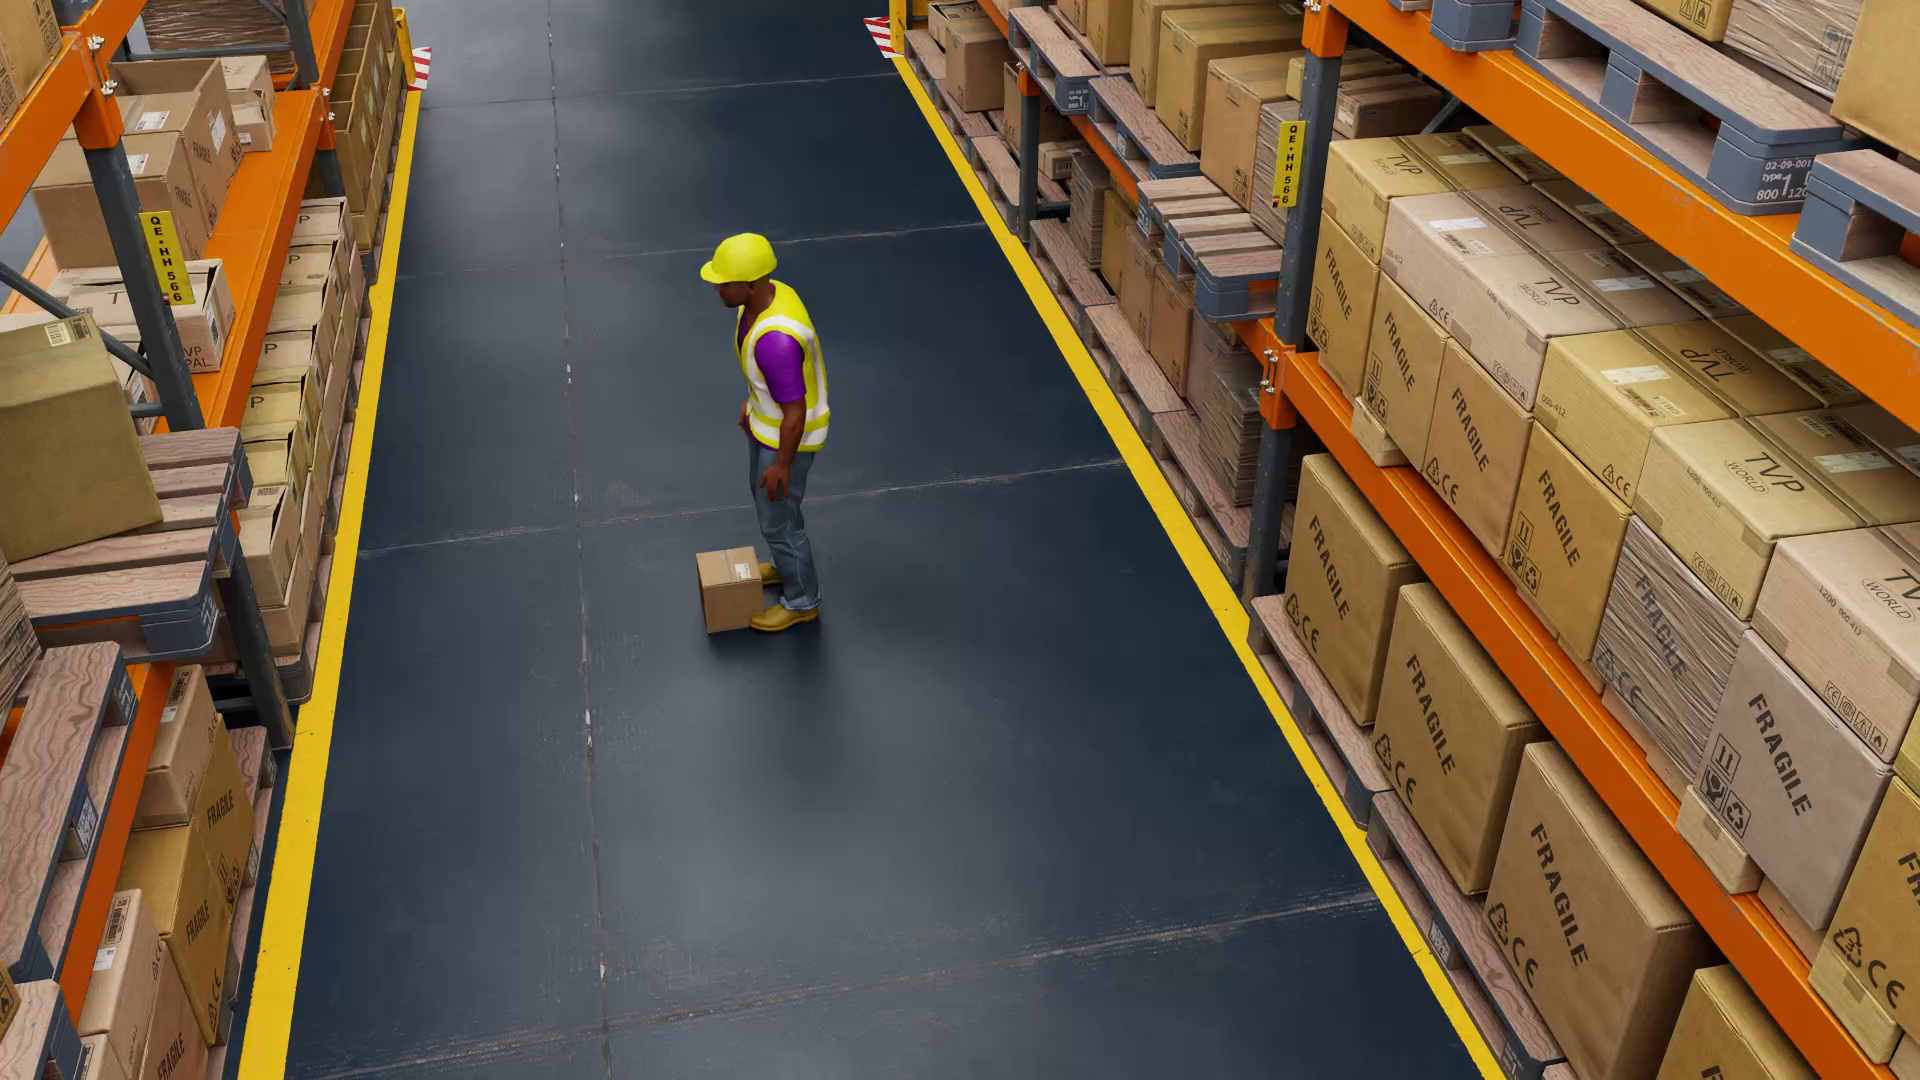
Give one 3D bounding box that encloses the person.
[{"bbox_3d":[-0.767,-0.439,6.776,0.456,1.757,0.637,-9,35,-12],"label":"person"}]
